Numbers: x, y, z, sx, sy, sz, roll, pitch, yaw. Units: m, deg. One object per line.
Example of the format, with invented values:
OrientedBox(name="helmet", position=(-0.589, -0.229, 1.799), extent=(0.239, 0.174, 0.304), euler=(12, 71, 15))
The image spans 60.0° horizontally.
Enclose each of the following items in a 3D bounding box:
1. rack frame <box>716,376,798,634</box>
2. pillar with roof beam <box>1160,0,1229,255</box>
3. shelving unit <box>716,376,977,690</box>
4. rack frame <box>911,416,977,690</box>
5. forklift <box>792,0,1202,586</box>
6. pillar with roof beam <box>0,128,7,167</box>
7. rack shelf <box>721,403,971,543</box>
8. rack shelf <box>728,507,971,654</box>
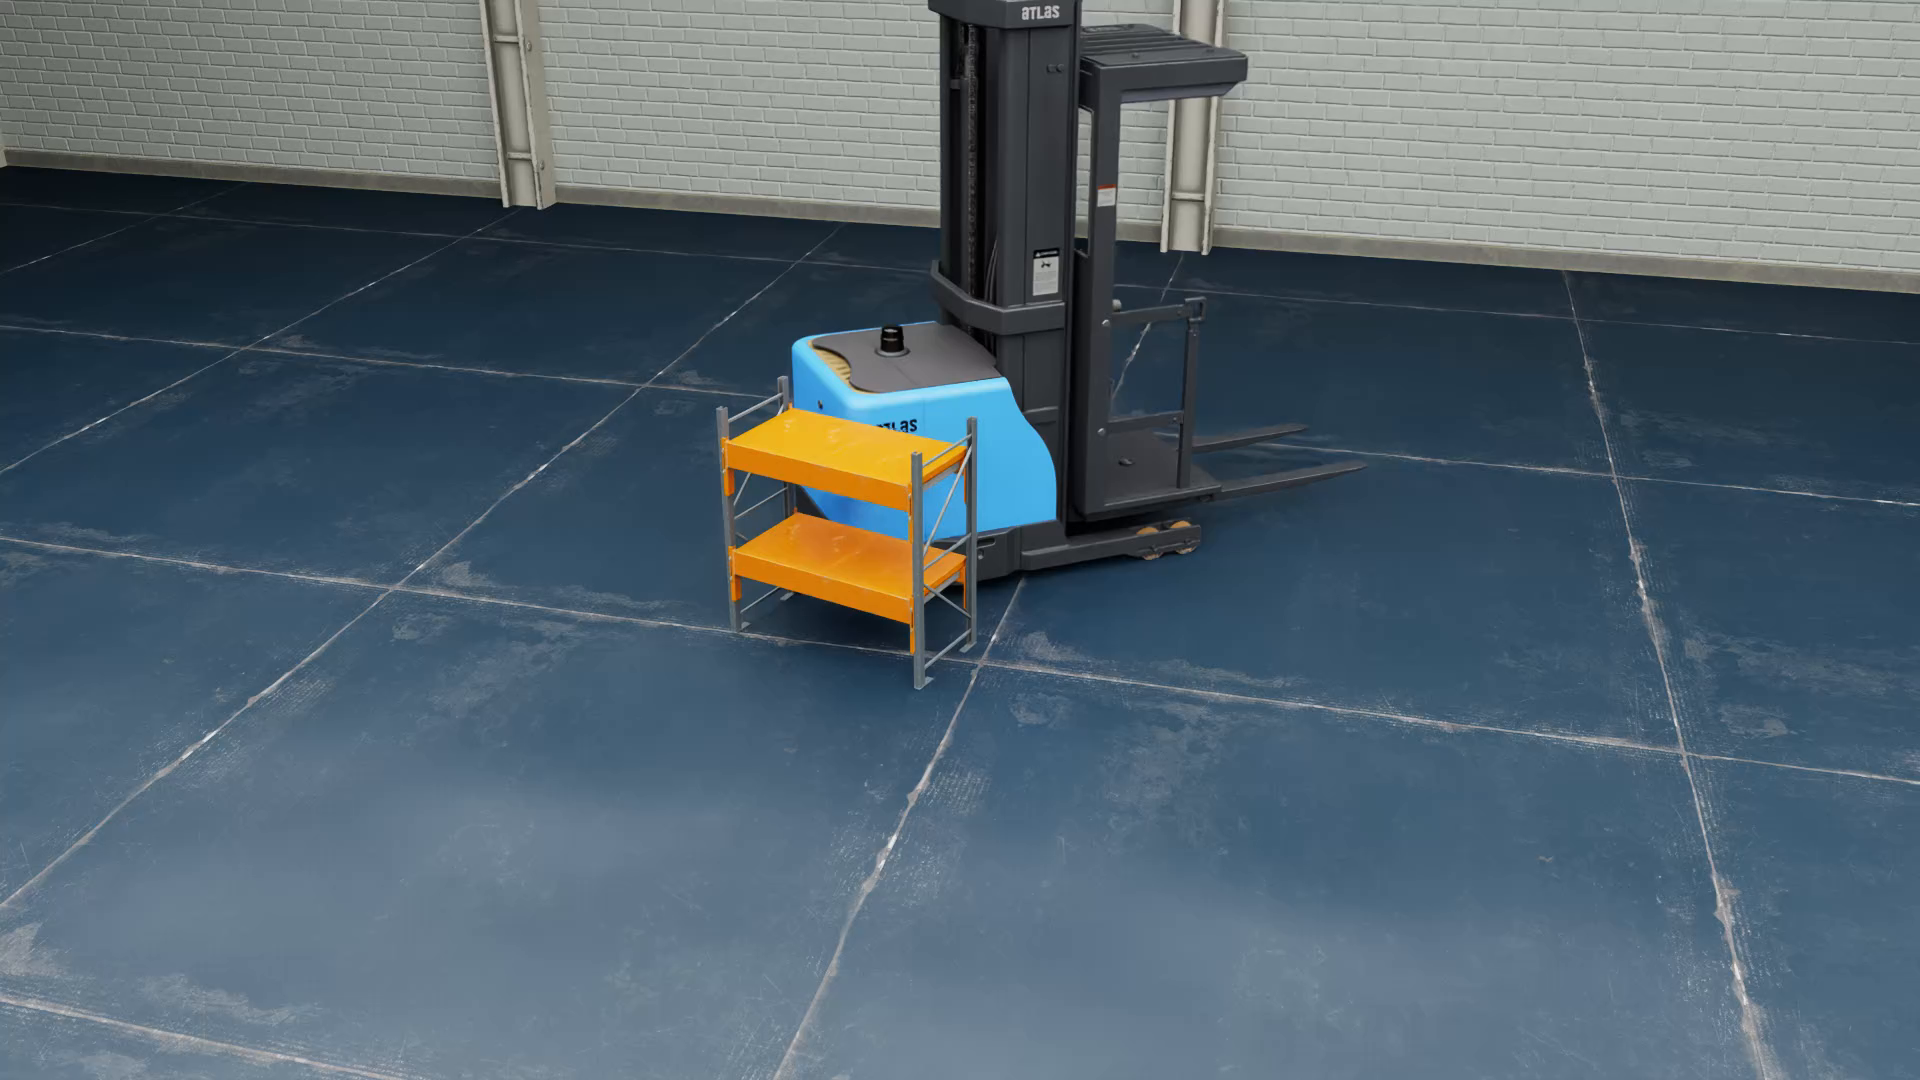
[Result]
OrientedBox(name="rack frame", position=(-0.939, -0.161, 7.780), extent=(0.032, 1.125, 0.500), euler=(14, 29, 27))
OrientedBox(name="pillar with roof beam", position=(0.813, -4.699, 8.152), extent=(0.400, 9.000, 9.100), euler=(6, 26, 13))
OrientedBox(name="shelving unit", position=(-0.501, -0.050, 7.547), extent=(1.048, 1.125, 0.538), euler=(14, 29, 27))
OrientedBox(name="rack frame", position=(-0.064, 0.061, 7.313), extent=(0.032, 1.125, 0.500), euler=(14, 29, 27))
OrientedBox(name="forklift", position=(0.708, -1.421, 8.326), extent=(3.031, 2.935, 1.130), euler=(-10, 27, -19))
OrientedBox(name="pillar with roof beam", position=(-10.809, -5.984, 10.850), extent=(0.400, 9.000, 9.100), euler=(6, 26, 13))
OrientedBox(name="rack shelf", position=(-0.501, -0.314, 7.421), extent=(1.000, 0.278, 0.538), euler=(14, 29, 27))
OrientedBox(name="rack shelf", position=(-0.501, 0.171, 7.652), extent=(1.000, 0.278, 0.538), euler=(14, 29, 27))
